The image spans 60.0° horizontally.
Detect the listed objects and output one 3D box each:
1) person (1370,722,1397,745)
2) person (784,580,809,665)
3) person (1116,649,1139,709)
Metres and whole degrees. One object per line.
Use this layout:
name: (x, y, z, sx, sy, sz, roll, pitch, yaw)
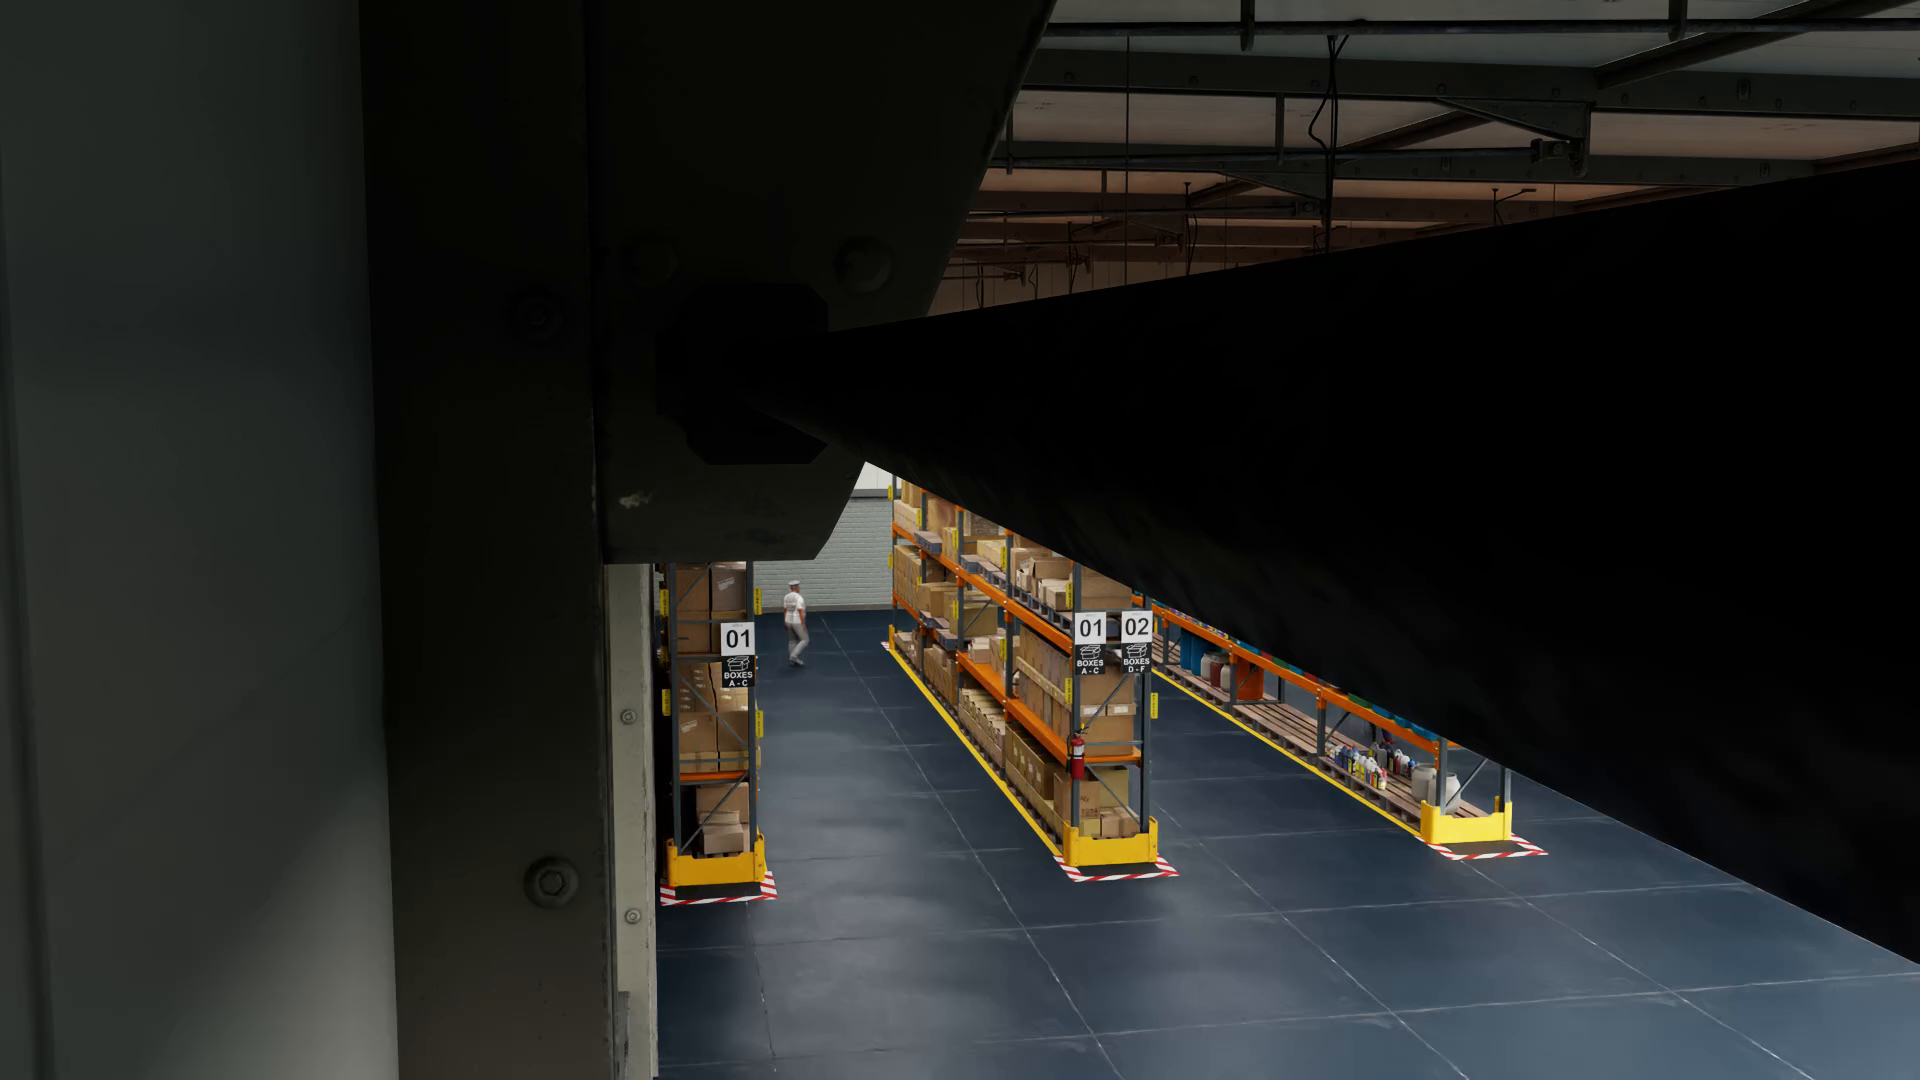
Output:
person: (7.060, 2.555, 27.766, 0.472, 1.542, 1.059, -2, 6, -17)
person: (-3.445, 1.730, 34.526, 0.573, 1.758, 0.516, 6, 8, 42)
person: (3.084, 2.273, 30.083, 0.537, 1.735, 0.516, 1, 6, 8)
